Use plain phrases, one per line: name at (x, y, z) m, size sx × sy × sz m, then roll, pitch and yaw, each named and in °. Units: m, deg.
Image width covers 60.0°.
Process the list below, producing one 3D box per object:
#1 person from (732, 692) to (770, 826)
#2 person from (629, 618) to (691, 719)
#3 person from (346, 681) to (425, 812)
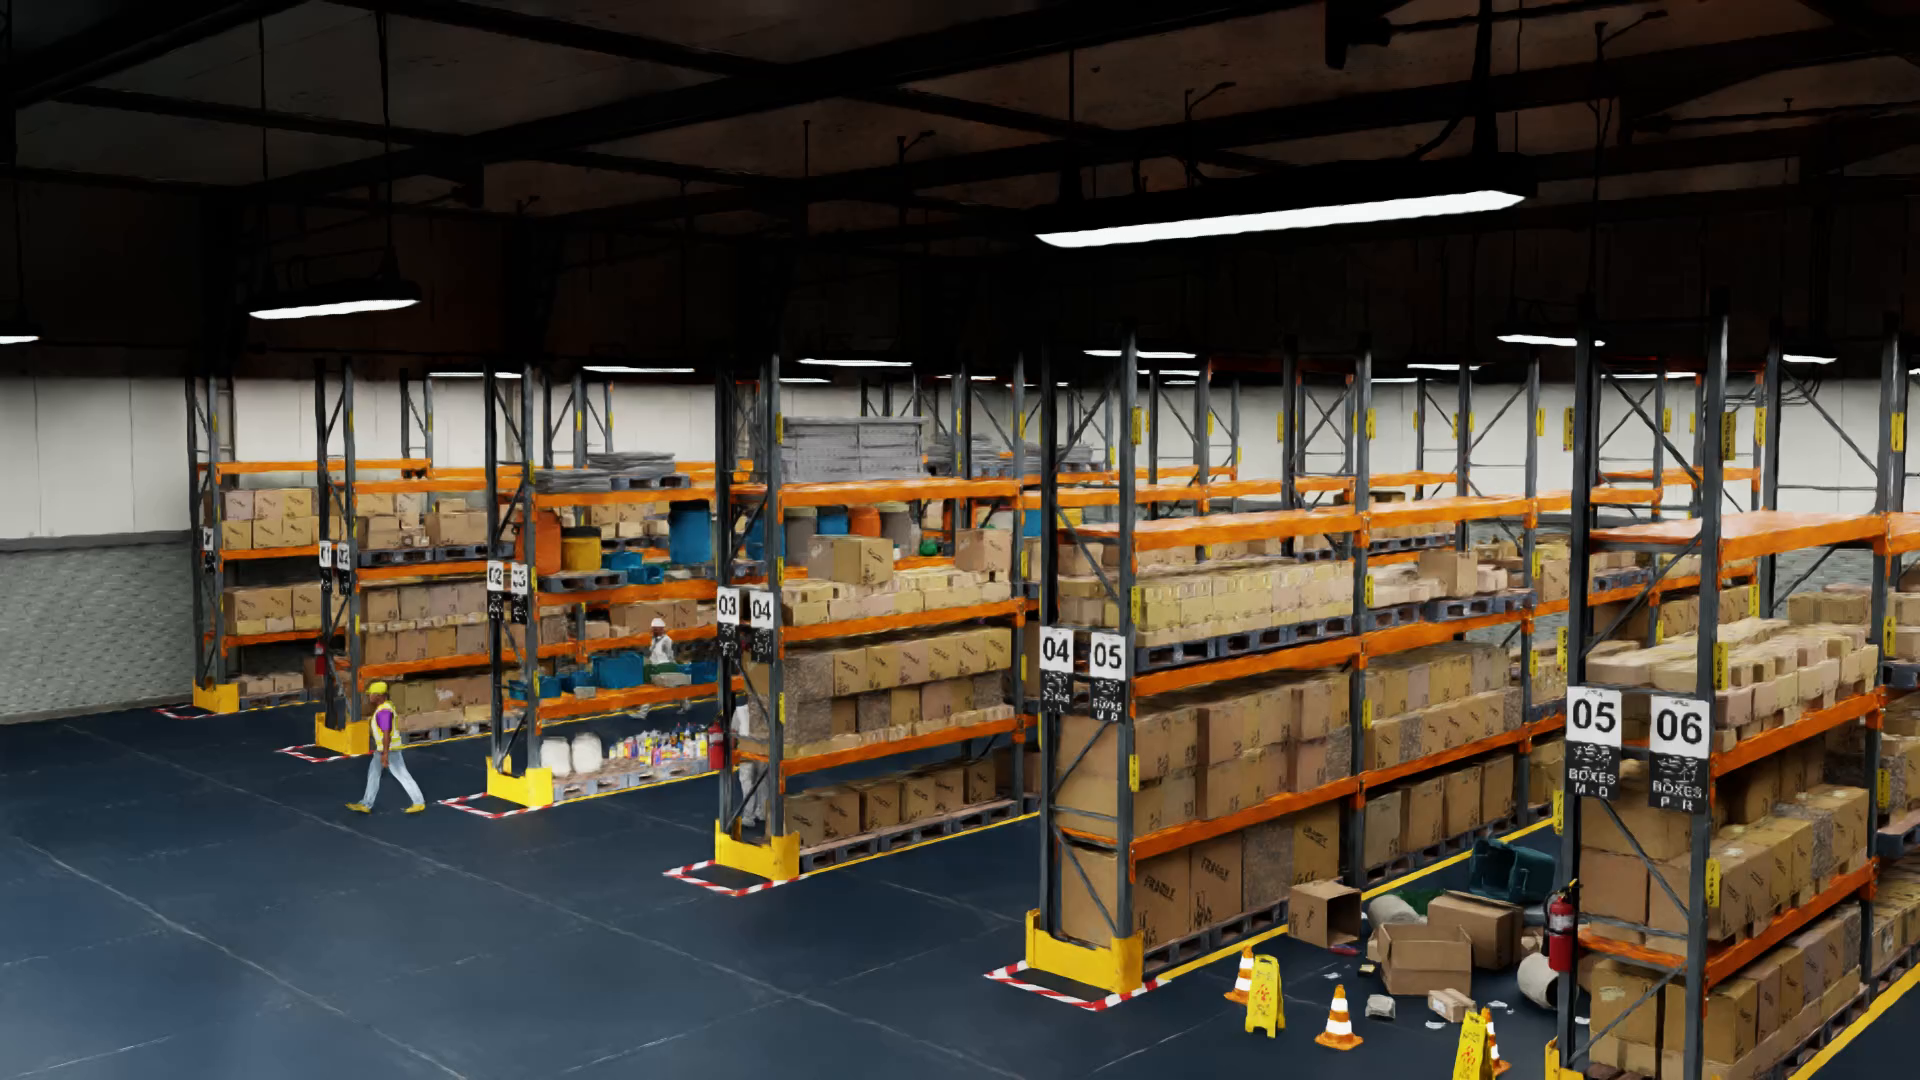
person at (-2.568, 2.656, 20.931) m, size 0.678 × 1.782 × 0.594 m, roll -2°, pitch 5°, yaw -24°
person at (-5.026, 2.158, 28.044) m, size 0.543 × 1.700 × 1.119 m, roll 4°, pitch 6°, yaw 41°
person at (-7.407, 2.671, 21.403) m, size 0.958 × 1.721 × 0.622 m, roll -2°, pitch 5°, yaw -22°
